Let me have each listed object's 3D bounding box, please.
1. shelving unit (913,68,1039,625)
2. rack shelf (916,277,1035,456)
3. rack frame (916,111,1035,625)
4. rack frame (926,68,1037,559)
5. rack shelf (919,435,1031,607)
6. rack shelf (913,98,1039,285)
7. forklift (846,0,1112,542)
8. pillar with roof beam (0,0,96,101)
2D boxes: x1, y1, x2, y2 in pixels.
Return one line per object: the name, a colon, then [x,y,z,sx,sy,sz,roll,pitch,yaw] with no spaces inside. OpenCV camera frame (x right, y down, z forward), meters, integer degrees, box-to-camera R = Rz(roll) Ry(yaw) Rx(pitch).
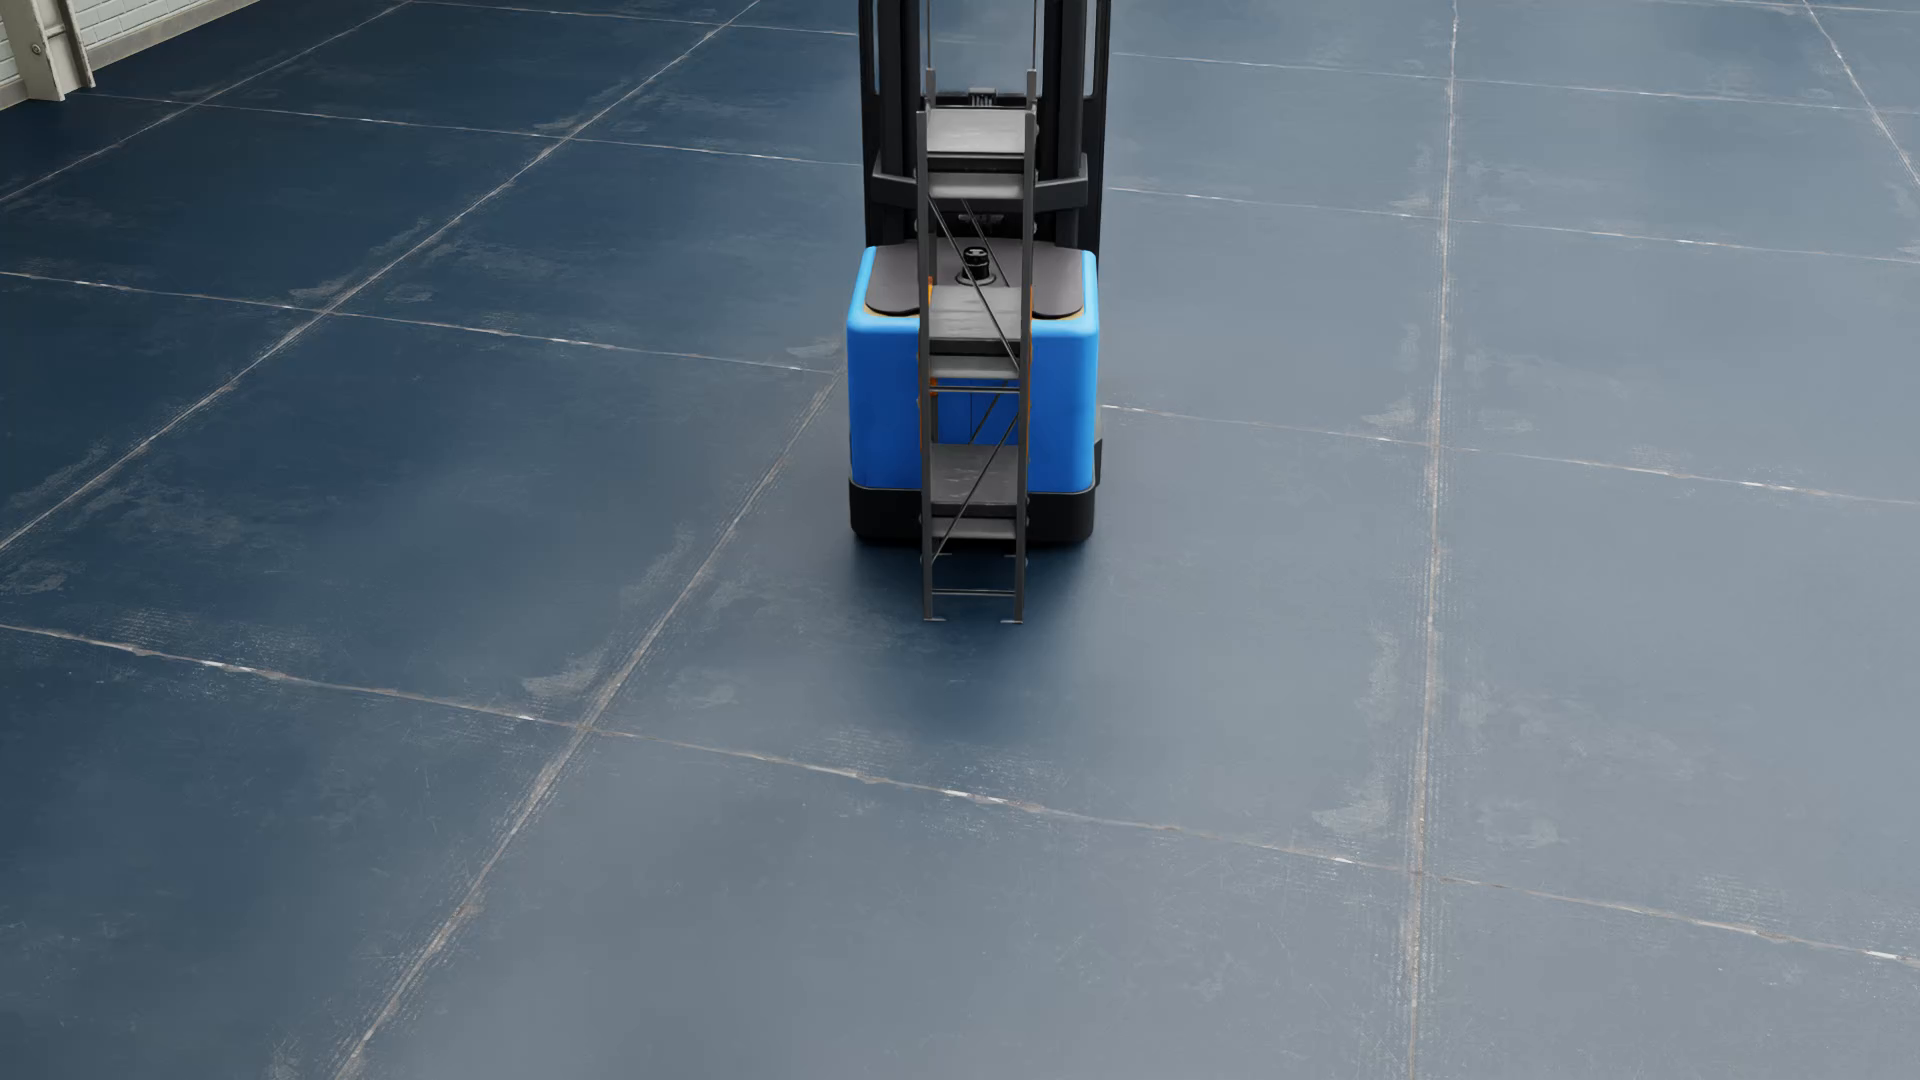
shelving unit: [0.065,-0.683,6.367,0.431,2.100,0.503,1,32,2]
rack shelf: [0.065,-0.672,6.375,0.431,0.518,0.480,1,32,2]
rack frame: [0.053,-0.552,6.162,0.400,2.100,0.015,1,32,2]
rack frame: [0.077,-0.814,6.573,0.400,2.100,0.015,1,32,2]
rack shelf: [0.065,-0.081,6.750,0.431,0.518,0.480,1,32,2]
rack shelf: [0.065,-1.262,5.999,0.431,0.518,0.480,1,32,2]
forklift: [0.118,-1.989,7.646,1.130,2.935,3.031,1,32,2]
pillar with roof beam: [-2.640,-6.606,9.254,9.100,9.000,0.400,8,33,12]
